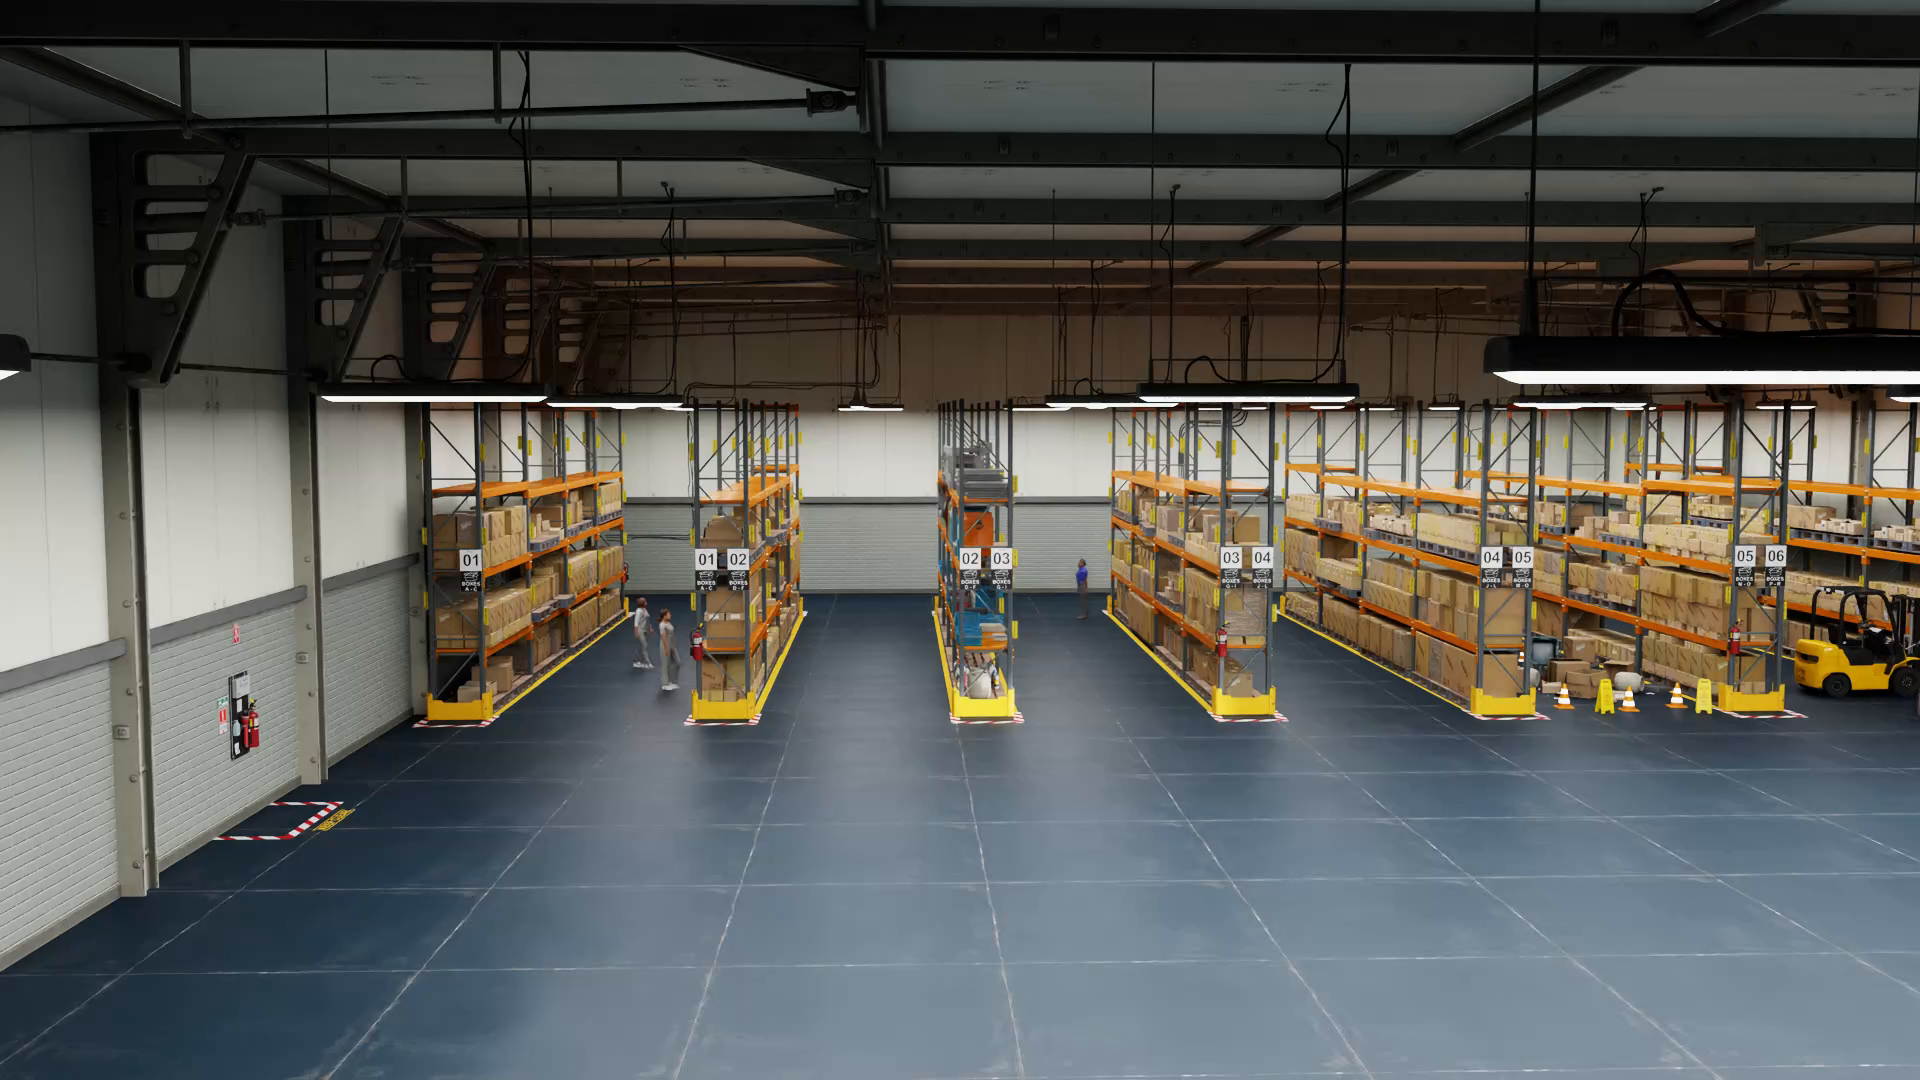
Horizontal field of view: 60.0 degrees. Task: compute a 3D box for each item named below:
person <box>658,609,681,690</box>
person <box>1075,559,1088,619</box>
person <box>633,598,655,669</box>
[{"bbox_3d":[-6.076,2.281,34.560,0.405,1.714,0.451,2,5,26],"label":"person"},{"bbox_3d":[3.413,1.358,46.566,0.342,1.666,0.525,-1,4,-14],"label":"person"},{"bbox_3d":[-7.084,2.081,37.337,0.718,1.579,0.488,2,5,30],"label":"person"}]
